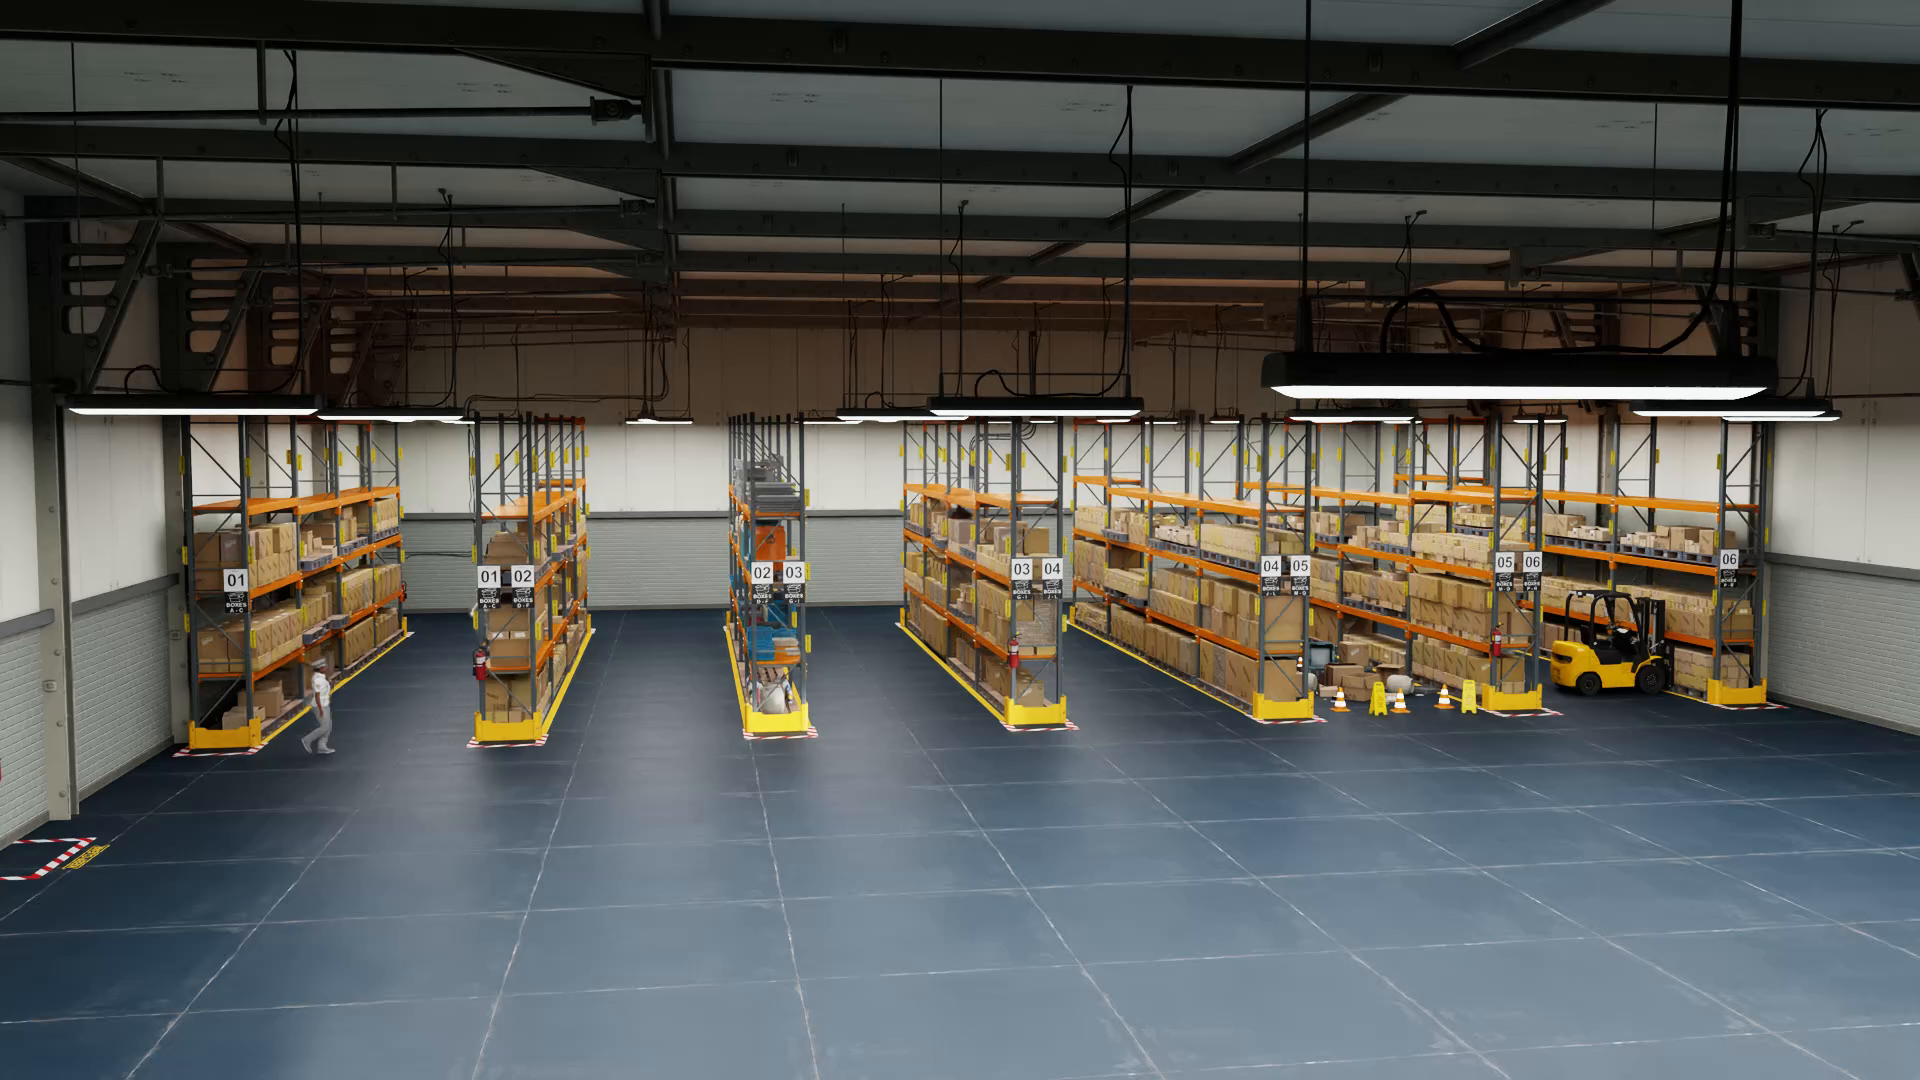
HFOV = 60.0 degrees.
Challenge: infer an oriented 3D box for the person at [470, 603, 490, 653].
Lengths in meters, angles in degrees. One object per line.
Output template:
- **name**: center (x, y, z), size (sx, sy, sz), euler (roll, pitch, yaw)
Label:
- **person**: center (-11.935, 2.132, 41.529), size (0.541, 1.590, 0.648), euler (0, 4, -7)

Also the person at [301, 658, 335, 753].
- **person**: center (-11.185, 2.896, 28.938), size (0.515, 1.674, 0.458), euler (-1, 4, -9)
